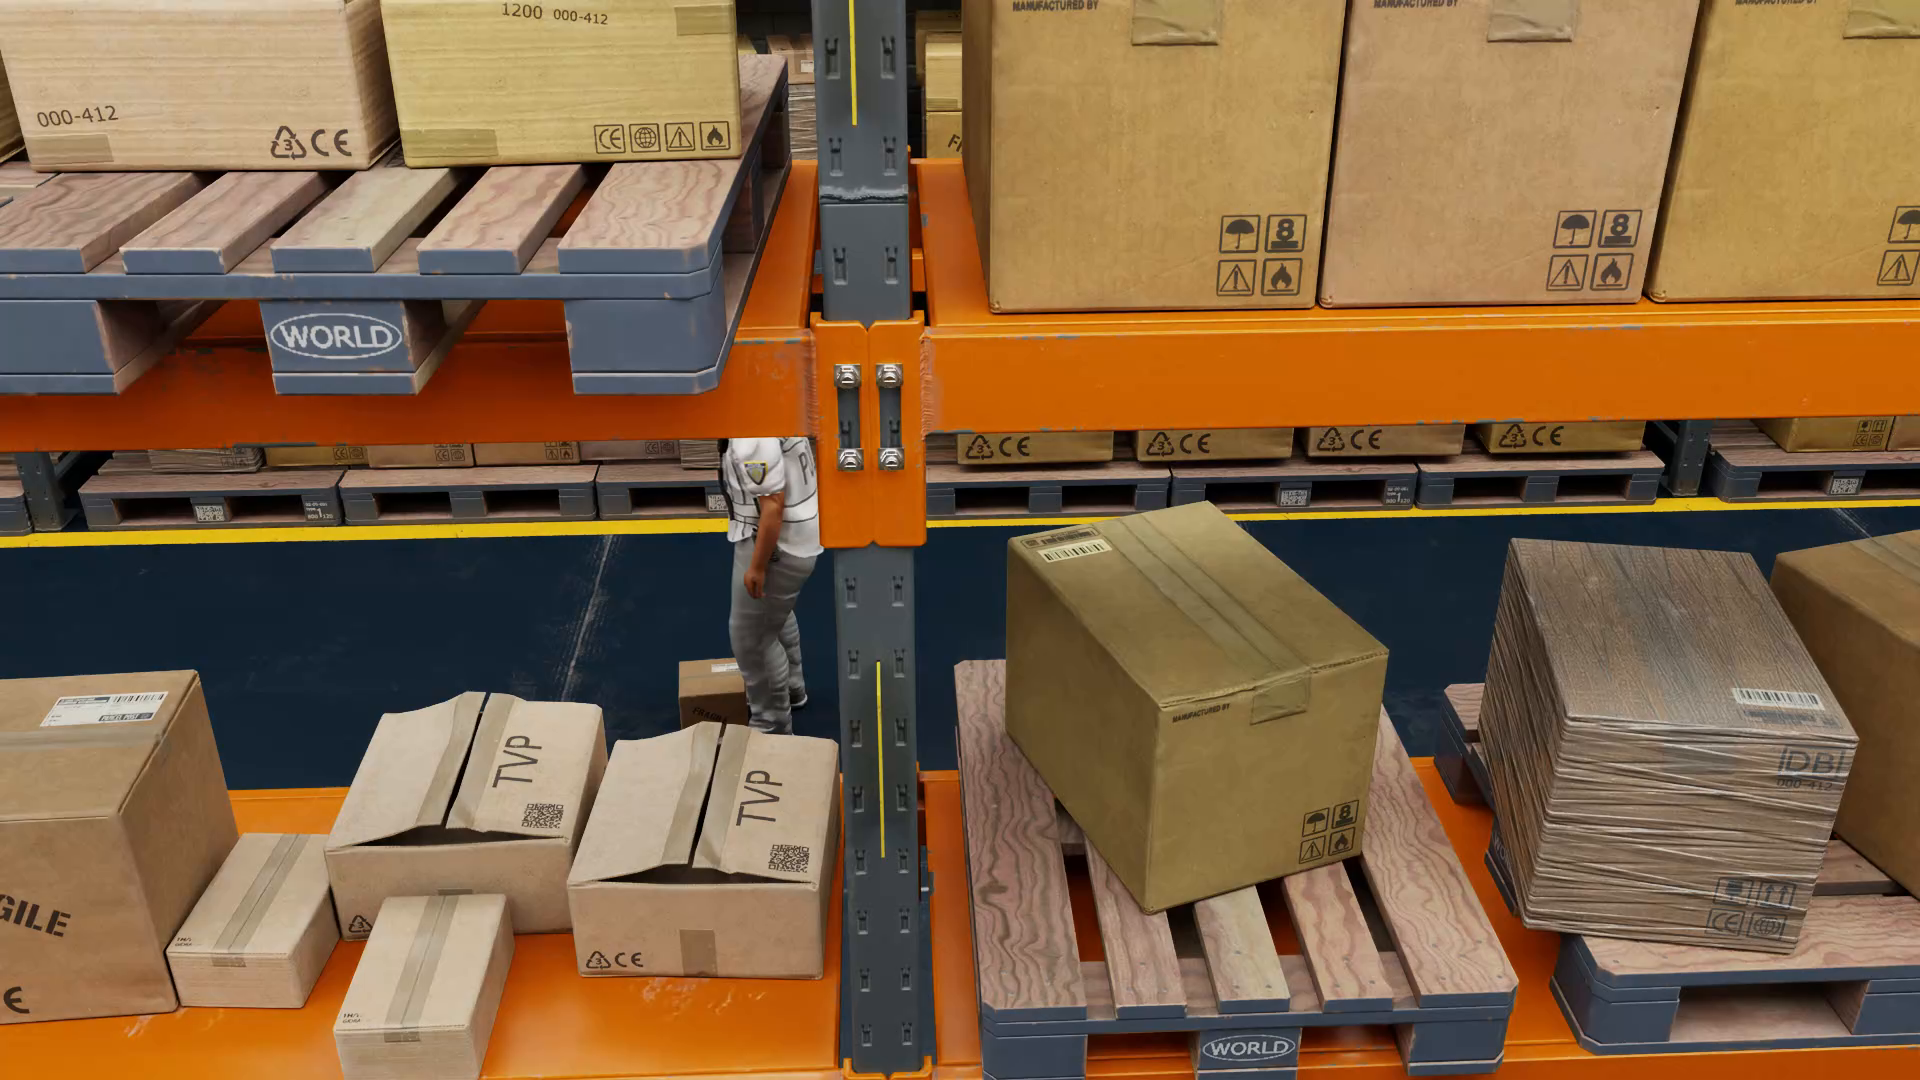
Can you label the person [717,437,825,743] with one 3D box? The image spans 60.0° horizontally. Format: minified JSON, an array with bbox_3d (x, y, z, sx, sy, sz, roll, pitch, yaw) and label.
[{"bbox_3d":[-0.729,0.000,6.115,0.470,1.665,0.537,-1,28,-3],"label":"person"}]
